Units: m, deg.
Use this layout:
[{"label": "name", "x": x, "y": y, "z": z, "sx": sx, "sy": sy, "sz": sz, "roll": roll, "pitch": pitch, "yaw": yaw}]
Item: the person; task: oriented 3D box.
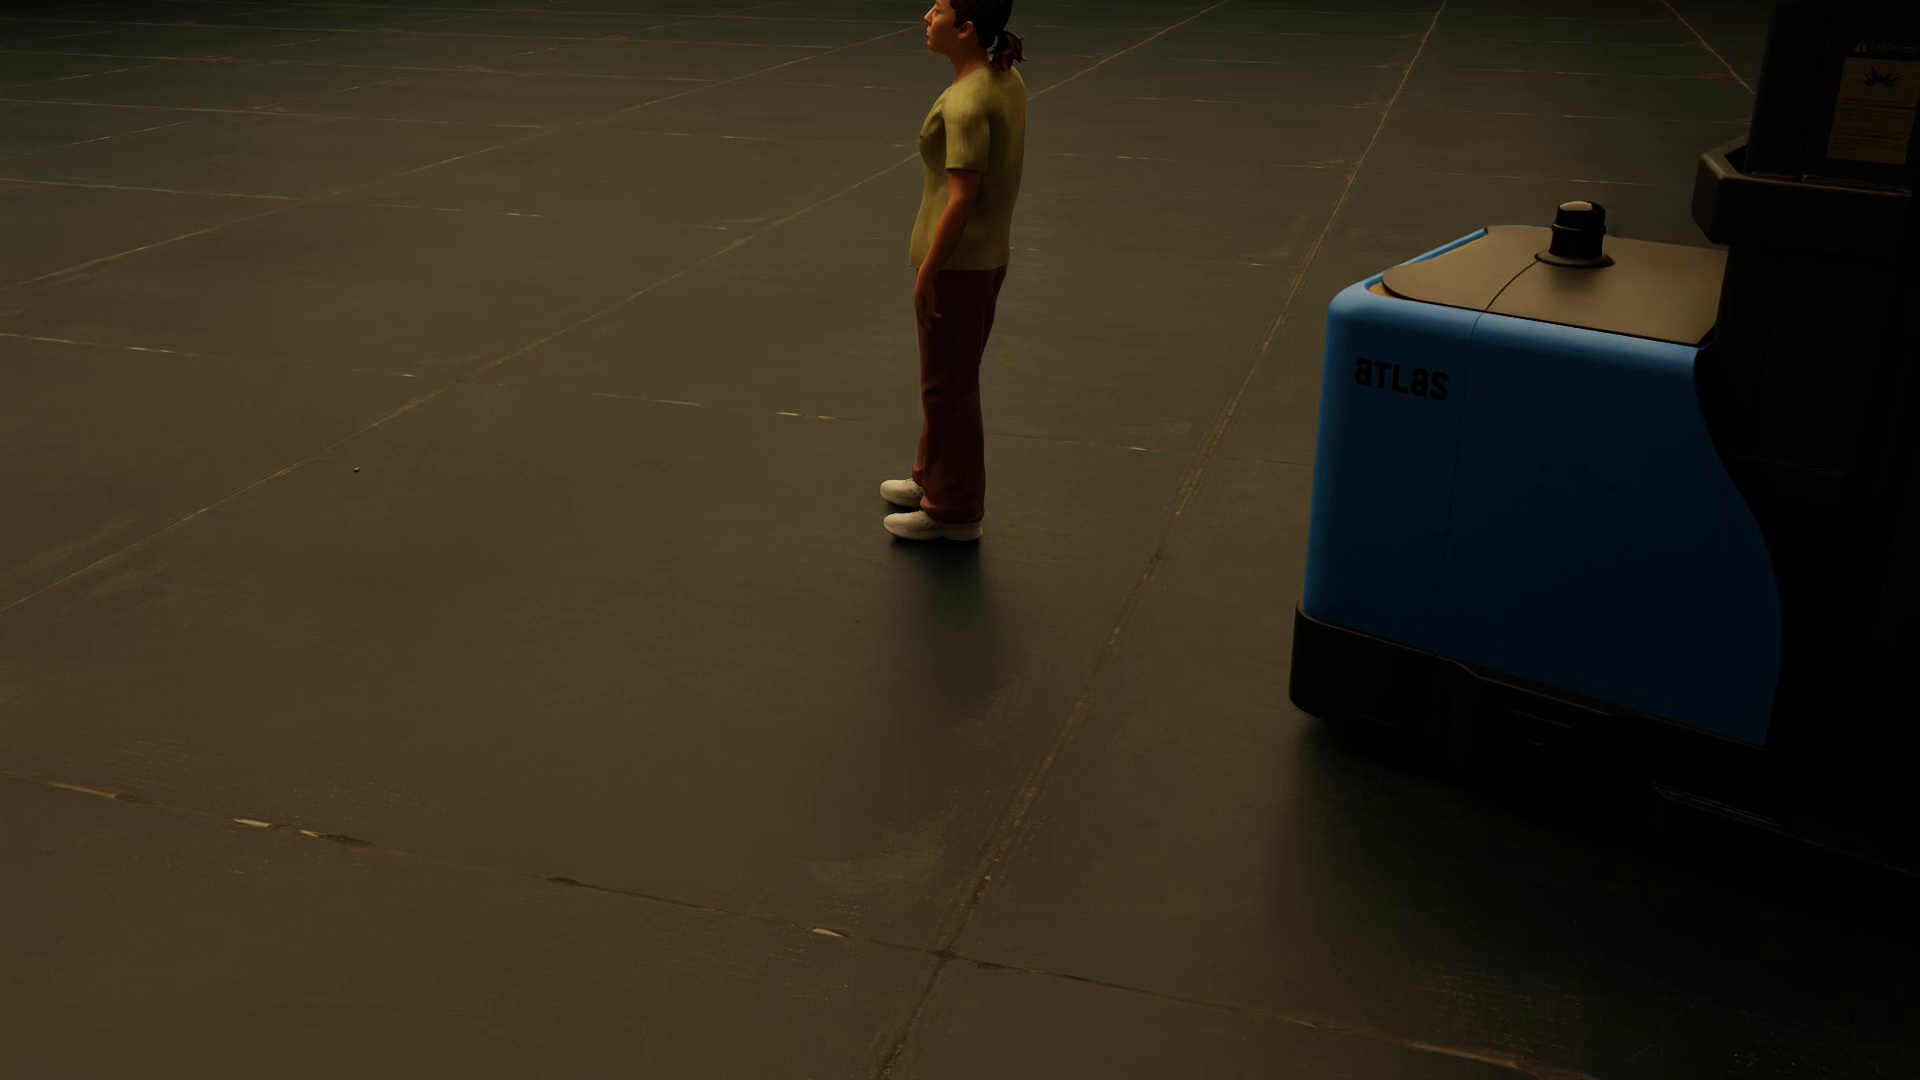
[{"label": "person", "x": -0.067, "y": -0.794, "z": 4.829, "sx": 0.548, "sy": 1.673, "sz": 0.553, "roll": 7, "pitch": 23, "yaw": 16}]

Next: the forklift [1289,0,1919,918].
[{"label": "forklift", "x": 2.270, "y": -0.704, "z": 2.985, "sx": 3.031, "sy": 2.935, "sz": 1.130, "roll": 16, "pitch": 28, "yaw": 34}]
